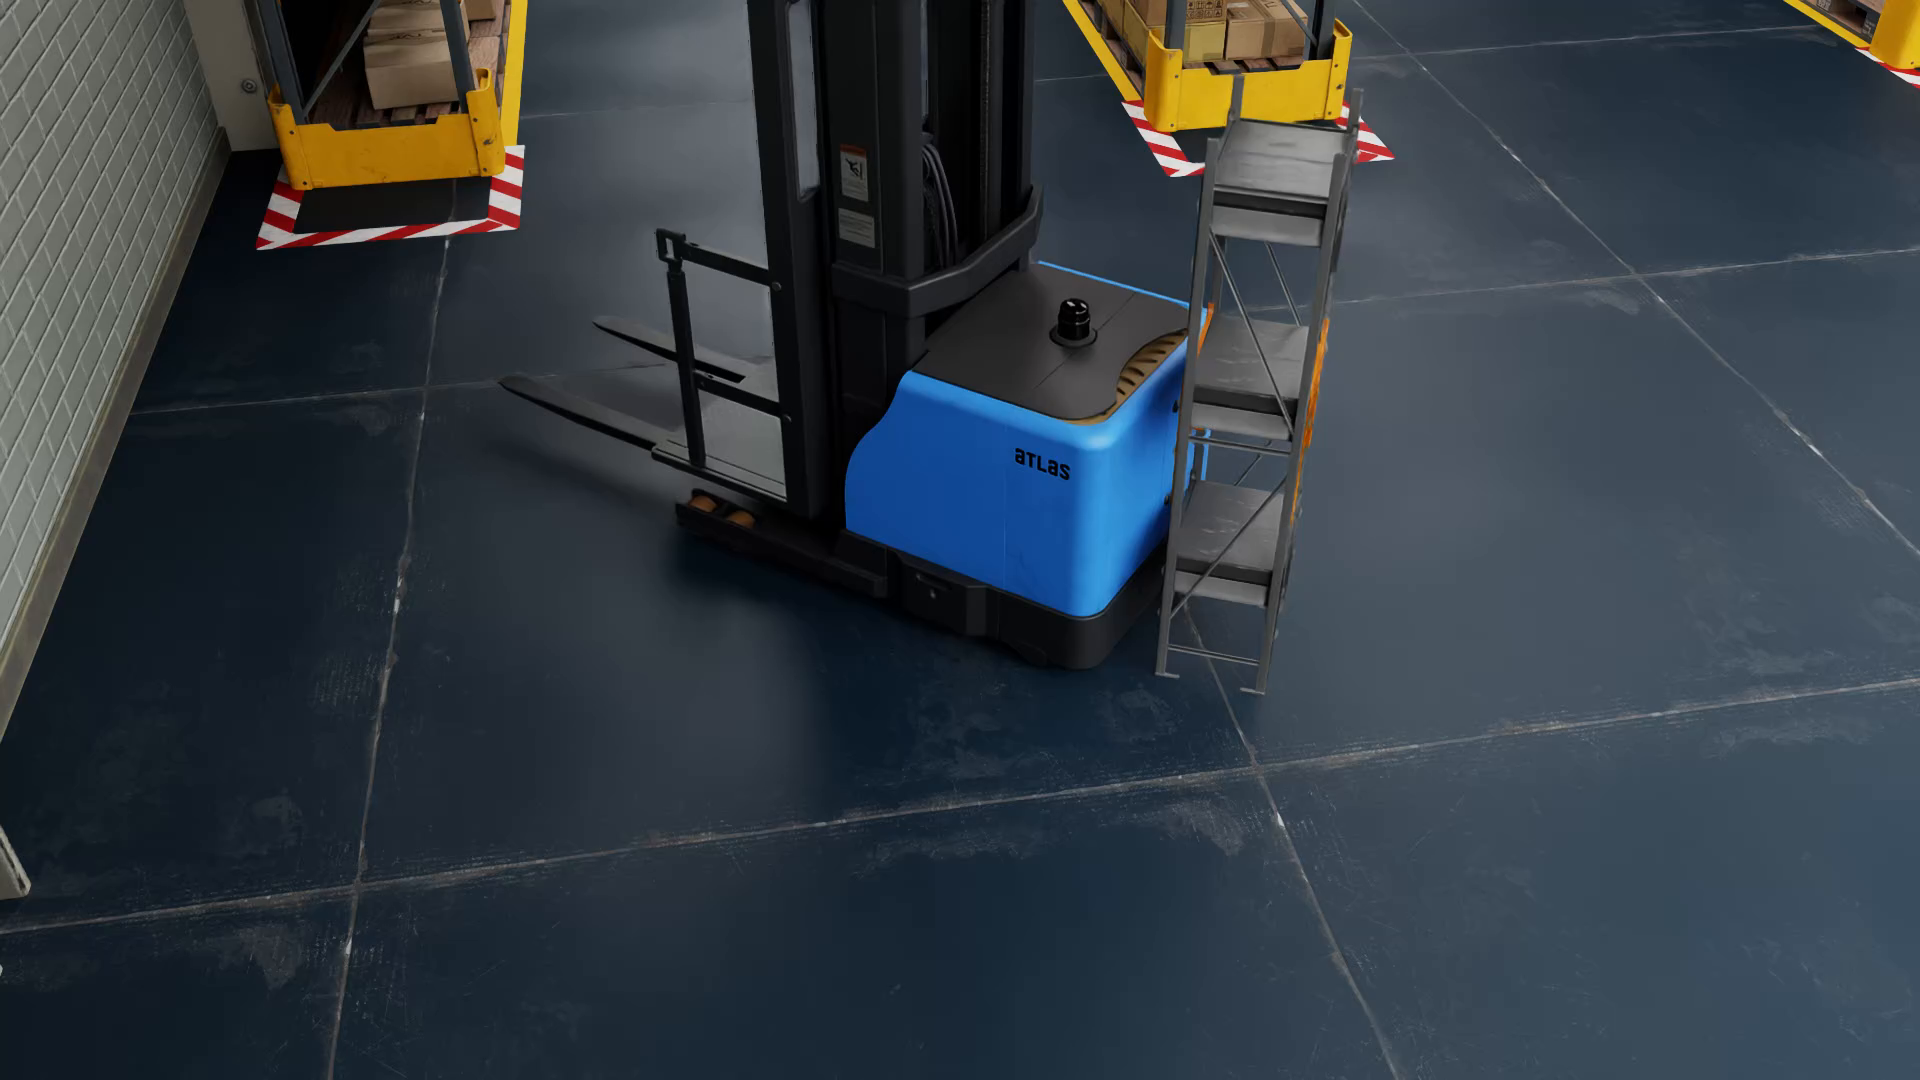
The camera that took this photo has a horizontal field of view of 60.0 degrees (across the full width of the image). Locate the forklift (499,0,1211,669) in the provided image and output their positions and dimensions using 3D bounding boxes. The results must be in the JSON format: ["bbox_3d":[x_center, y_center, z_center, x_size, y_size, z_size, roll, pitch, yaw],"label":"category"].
[{"bbox_3d":[-0.553,-1.364,6.117,3.031,2.935,1.130,20,42,24],"label":"forklift"}]

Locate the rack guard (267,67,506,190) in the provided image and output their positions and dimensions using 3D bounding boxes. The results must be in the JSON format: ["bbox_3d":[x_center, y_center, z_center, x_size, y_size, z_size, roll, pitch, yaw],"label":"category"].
[{"bbox_3d":[-3.187,-2.304,9.308,1.175,0.500,0.348,-6,38,-8],"label":"rack guard"}]

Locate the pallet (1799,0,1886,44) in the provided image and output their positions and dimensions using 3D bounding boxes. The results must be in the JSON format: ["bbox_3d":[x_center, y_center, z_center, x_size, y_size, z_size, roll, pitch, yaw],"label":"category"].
[{"bbox_3d":[6.383,-3.741,11.394,1.003,0.211,1.213,-6,38,-8],"label":"pallet"}]

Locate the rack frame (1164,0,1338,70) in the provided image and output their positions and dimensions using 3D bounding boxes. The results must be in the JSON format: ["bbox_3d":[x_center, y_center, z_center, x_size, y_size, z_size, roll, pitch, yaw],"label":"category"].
[{"bbox_3d":[1.702,-3.780,9.171,1.000,3.000,0.127,-6,38,-8],"label":"rack frame"}]

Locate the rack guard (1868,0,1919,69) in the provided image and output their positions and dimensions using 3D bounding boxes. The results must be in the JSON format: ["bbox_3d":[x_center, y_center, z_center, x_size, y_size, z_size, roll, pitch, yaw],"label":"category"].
[{"bbox_3d":[6.520,-3.364,10.673,1.175,0.500,0.348,-6,38,-8],"label":"rack guard"}]

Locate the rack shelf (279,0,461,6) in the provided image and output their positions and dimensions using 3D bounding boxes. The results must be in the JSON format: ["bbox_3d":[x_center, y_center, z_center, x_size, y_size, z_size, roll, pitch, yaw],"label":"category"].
[{"bbox_3d":[-3.525,-4.169,10.258,1.077,0.370,4.000,-6,38,-8],"label":"rack shelf"}]

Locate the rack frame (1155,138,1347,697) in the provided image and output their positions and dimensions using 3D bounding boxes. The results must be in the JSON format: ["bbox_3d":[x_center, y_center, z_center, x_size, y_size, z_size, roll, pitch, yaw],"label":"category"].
[{"bbox_3d":[0.910,-0.301,5.426,0.400,2.100,0.015,10,39,13],"label":"rack frame"}]

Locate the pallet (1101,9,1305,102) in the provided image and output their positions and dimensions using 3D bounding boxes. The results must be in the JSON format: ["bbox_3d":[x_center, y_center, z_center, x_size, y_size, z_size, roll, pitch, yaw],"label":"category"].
[{"bbox_3d":[1.527,-3.136,10.615,1.003,0.211,1.213,-6,38,-8],"label":"pallet"}]

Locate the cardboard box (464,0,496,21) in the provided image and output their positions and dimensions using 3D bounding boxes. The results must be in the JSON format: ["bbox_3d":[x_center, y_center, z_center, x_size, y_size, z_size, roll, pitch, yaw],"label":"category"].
[{"bbox_3d":[-3.386,-3.652,10.685,0.700,0.500,0.500,-9,39,-11],"label":"cardboard box"}]

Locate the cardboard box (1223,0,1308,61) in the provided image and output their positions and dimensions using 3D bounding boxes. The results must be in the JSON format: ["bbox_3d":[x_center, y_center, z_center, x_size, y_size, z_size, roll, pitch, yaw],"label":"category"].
[{"bbox_3d":[1.827,-3.208,10.333,0.500,0.250,0.500,-6,38,-8],"label":"cardboard box"}]

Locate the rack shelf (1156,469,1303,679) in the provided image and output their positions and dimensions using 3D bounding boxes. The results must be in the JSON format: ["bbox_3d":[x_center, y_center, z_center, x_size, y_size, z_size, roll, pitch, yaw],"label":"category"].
[{"bbox_3d":[0.979,0.119,6.048,0.431,0.518,0.480,10,39,13],"label":"rack shelf"}]

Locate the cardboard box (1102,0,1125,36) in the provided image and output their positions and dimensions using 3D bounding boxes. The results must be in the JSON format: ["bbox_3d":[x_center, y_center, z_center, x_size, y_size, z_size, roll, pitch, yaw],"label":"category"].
[{"bbox_3d":[1.218,-3.453,10.648,0.500,0.250,0.500,-6,38,-8],"label":"cardboard box"}]

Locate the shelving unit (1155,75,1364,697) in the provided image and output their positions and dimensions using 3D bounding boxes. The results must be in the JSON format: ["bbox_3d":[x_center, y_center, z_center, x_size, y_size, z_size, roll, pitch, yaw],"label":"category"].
[{"bbox_3d":[0.979,-0.444,5.611,0.431,2.100,0.503,10,39,13],"label":"shelving unit"}]

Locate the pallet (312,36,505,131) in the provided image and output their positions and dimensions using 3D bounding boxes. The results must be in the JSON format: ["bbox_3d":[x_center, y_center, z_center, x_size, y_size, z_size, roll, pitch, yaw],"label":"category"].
[{"bbox_3d":[-3.295,-2.684,10.033,1.003,0.211,1.213,-6,38,-8],"label":"pallet"}]

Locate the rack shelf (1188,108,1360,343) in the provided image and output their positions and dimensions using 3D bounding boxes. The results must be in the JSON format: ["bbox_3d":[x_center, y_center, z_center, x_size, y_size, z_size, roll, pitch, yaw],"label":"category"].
[{"bbox_3d":[0.979,-0.986,5.190,0.431,0.518,0.480,10,39,13],"label":"rack shelf"}]

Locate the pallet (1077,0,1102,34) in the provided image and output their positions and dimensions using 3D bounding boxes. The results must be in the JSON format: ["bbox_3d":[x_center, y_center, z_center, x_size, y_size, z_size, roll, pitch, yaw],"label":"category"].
[{"bbox_3d":[1.316,-3.872,11.561,1.003,0.211,1.213,-6,38,-8],"label":"pallet"}]

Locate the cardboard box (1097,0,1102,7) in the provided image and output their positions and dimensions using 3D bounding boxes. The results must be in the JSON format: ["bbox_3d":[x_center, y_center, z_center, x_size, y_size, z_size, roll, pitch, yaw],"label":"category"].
[{"bbox_3d":[1.128,-3.755,11.037,0.500,0.250,0.500,-6,38,-8],"label":"cardboard box"}]

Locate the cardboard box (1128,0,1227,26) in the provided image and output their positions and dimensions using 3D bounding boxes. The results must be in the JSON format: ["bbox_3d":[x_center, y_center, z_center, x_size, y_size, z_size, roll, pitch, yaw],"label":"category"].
[{"bbox_3d":[1.315,-3.448,10.031,0.500,0.500,0.500,-6,38,-8],"label":"cardboard box"}]

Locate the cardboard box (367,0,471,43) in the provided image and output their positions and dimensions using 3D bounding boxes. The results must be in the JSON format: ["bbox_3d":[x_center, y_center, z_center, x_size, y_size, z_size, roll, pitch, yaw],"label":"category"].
[{"bbox_3d":[-3.307,-3.129,10.165,0.500,0.311,0.500,-3,38,-4],"label":"cardboard box"}]

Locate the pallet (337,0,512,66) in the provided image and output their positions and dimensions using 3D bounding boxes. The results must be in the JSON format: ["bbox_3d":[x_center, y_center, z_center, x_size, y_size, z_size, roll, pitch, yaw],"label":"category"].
[{"bbox_3d":[-3.506,-3.420,10.980,1.003,0.211,1.213,-6,38,-8],"label":"pallet"}]

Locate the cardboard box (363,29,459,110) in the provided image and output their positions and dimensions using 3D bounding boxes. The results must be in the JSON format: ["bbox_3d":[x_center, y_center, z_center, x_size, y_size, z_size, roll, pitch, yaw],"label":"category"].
[{"bbox_3d":[-3.207,-2.785,9.722,0.500,0.311,0.500,-10,39,-13],"label":"cardboard box"}]

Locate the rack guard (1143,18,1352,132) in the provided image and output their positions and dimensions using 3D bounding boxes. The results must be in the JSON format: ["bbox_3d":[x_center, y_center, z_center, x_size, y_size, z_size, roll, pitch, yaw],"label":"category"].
[{"bbox_3d":[1.706,-2.778,9.919,1.175,0.500,0.348,-6,38,-8],"label":"rack guard"}]

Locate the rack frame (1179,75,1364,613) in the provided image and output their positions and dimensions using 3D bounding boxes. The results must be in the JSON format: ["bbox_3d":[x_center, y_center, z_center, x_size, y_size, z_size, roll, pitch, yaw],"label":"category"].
[{"bbox_3d":[1.048,-0.588,5.795,0.400,2.100,0.015,10,39,13],"label":"rack frame"}]

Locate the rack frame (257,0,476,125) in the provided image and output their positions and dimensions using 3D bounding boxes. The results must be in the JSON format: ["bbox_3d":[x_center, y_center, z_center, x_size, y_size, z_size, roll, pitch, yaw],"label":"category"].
[{"bbox_3d":[-3.174,-3.245,8.482,1.000,3.000,0.127,-6,38,-8],"label":"rack frame"}]

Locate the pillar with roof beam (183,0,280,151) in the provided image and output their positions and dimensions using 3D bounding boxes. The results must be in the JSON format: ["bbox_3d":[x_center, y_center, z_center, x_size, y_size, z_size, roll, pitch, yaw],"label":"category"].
[{"bbox_3d":[0.090,-6.407,7.662,9.100,9.000,0.400,-6,38,-8],"label":"pillar with roof beam"}]

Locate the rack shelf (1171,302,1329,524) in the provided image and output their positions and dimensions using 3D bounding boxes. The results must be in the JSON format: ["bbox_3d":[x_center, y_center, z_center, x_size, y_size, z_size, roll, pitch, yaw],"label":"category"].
[{"bbox_3d":[0.979,-0.434,5.619,0.431,0.518,0.480,10,39,13],"label":"rack shelf"}]

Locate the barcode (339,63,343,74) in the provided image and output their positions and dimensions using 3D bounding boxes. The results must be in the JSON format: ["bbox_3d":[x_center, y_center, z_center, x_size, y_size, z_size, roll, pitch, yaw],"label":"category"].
[{"bbox_3d":[-3.604,-2.756,9.678,0.001,0.075,0.075,-6,38,-8],"label":"barcode"}]

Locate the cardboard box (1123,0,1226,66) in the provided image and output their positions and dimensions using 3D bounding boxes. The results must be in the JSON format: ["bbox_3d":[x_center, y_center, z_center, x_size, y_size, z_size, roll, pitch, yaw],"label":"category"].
[{"bbox_3d":[1.317,-3.152,10.261,0.500,0.250,0.500,-6,38,-8],"label":"cardboard box"}]
